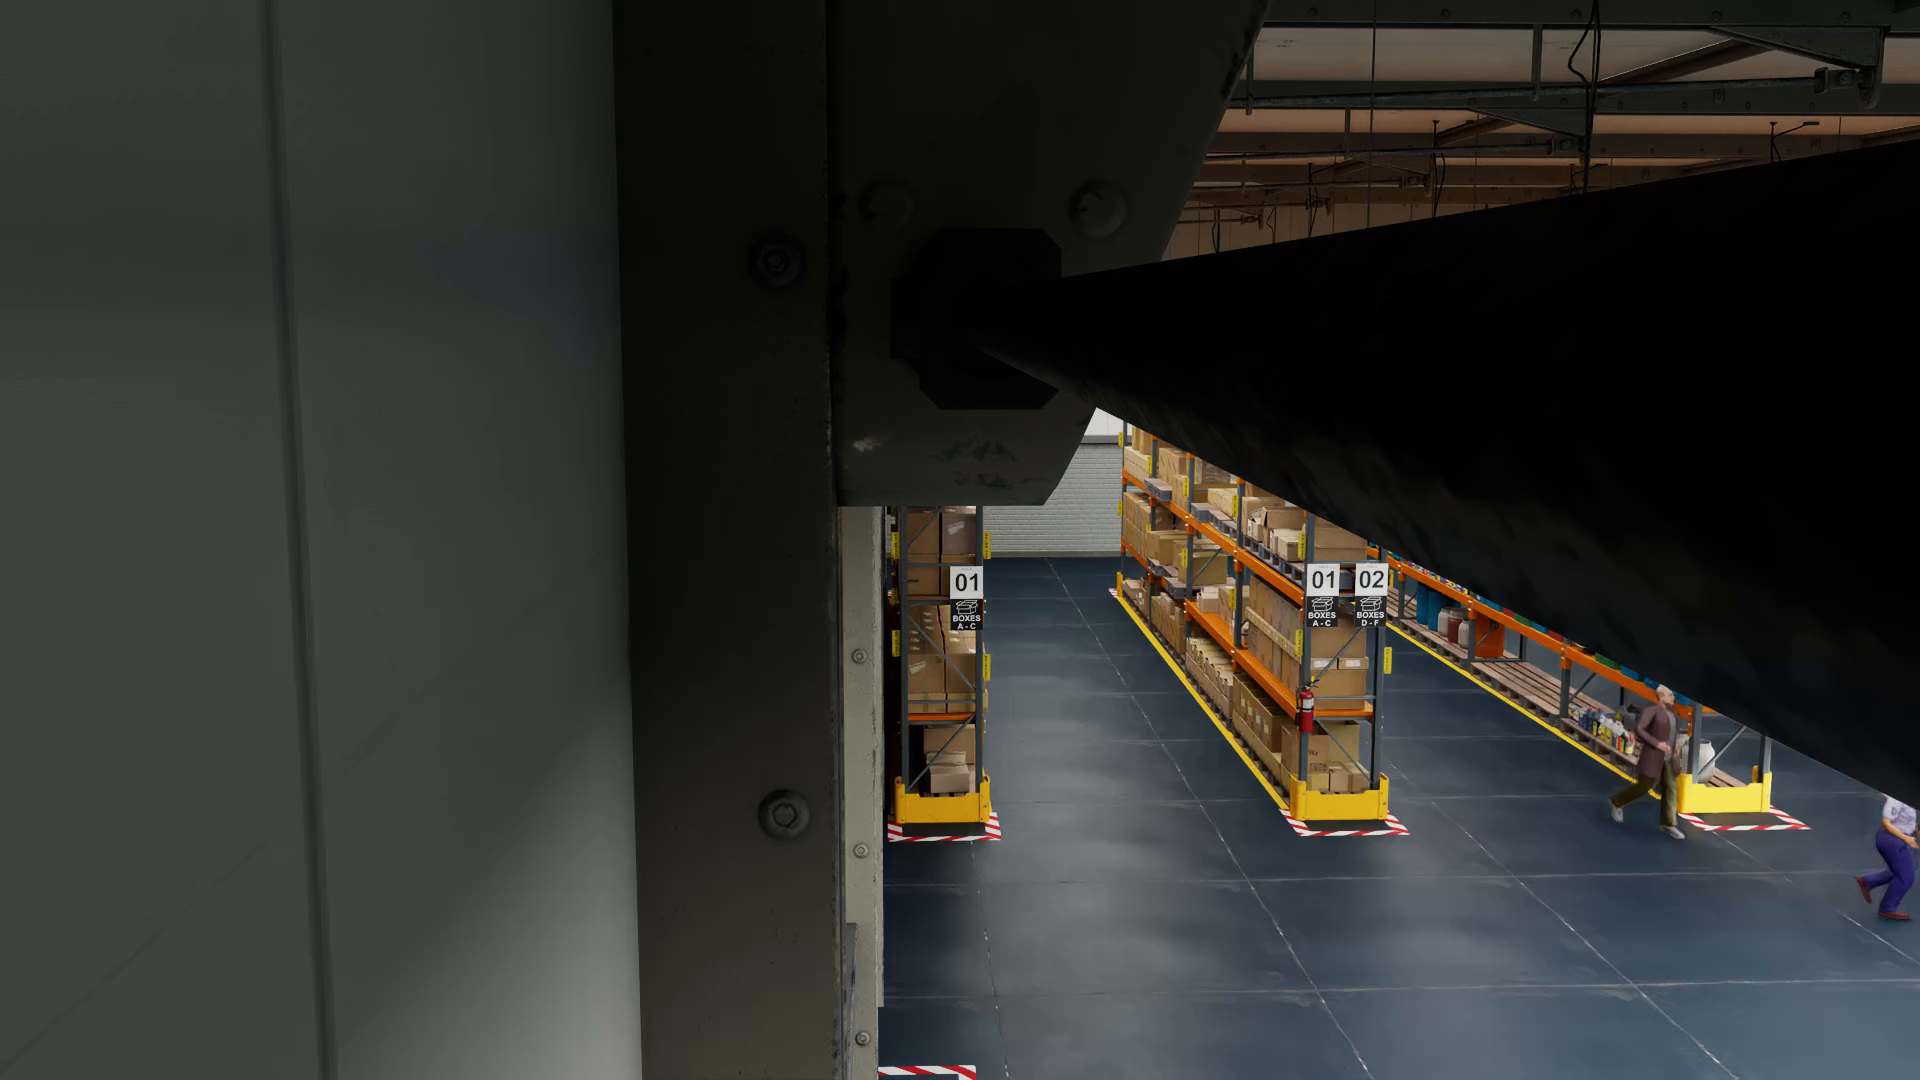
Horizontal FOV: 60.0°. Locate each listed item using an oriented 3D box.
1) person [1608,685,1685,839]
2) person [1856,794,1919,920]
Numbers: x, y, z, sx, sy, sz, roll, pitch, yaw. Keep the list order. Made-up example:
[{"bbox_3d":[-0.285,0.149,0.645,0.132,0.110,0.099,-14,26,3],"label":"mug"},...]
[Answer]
[{"bbox_3d":[8.494,2.634,20.117,0.768,1.744,0.998,-4,9,-28],"label":"person"},{"bbox_3d":[9.644,3.135,17.249,0.556,1.593,0.594,4,9,28],"label":"person"}]
